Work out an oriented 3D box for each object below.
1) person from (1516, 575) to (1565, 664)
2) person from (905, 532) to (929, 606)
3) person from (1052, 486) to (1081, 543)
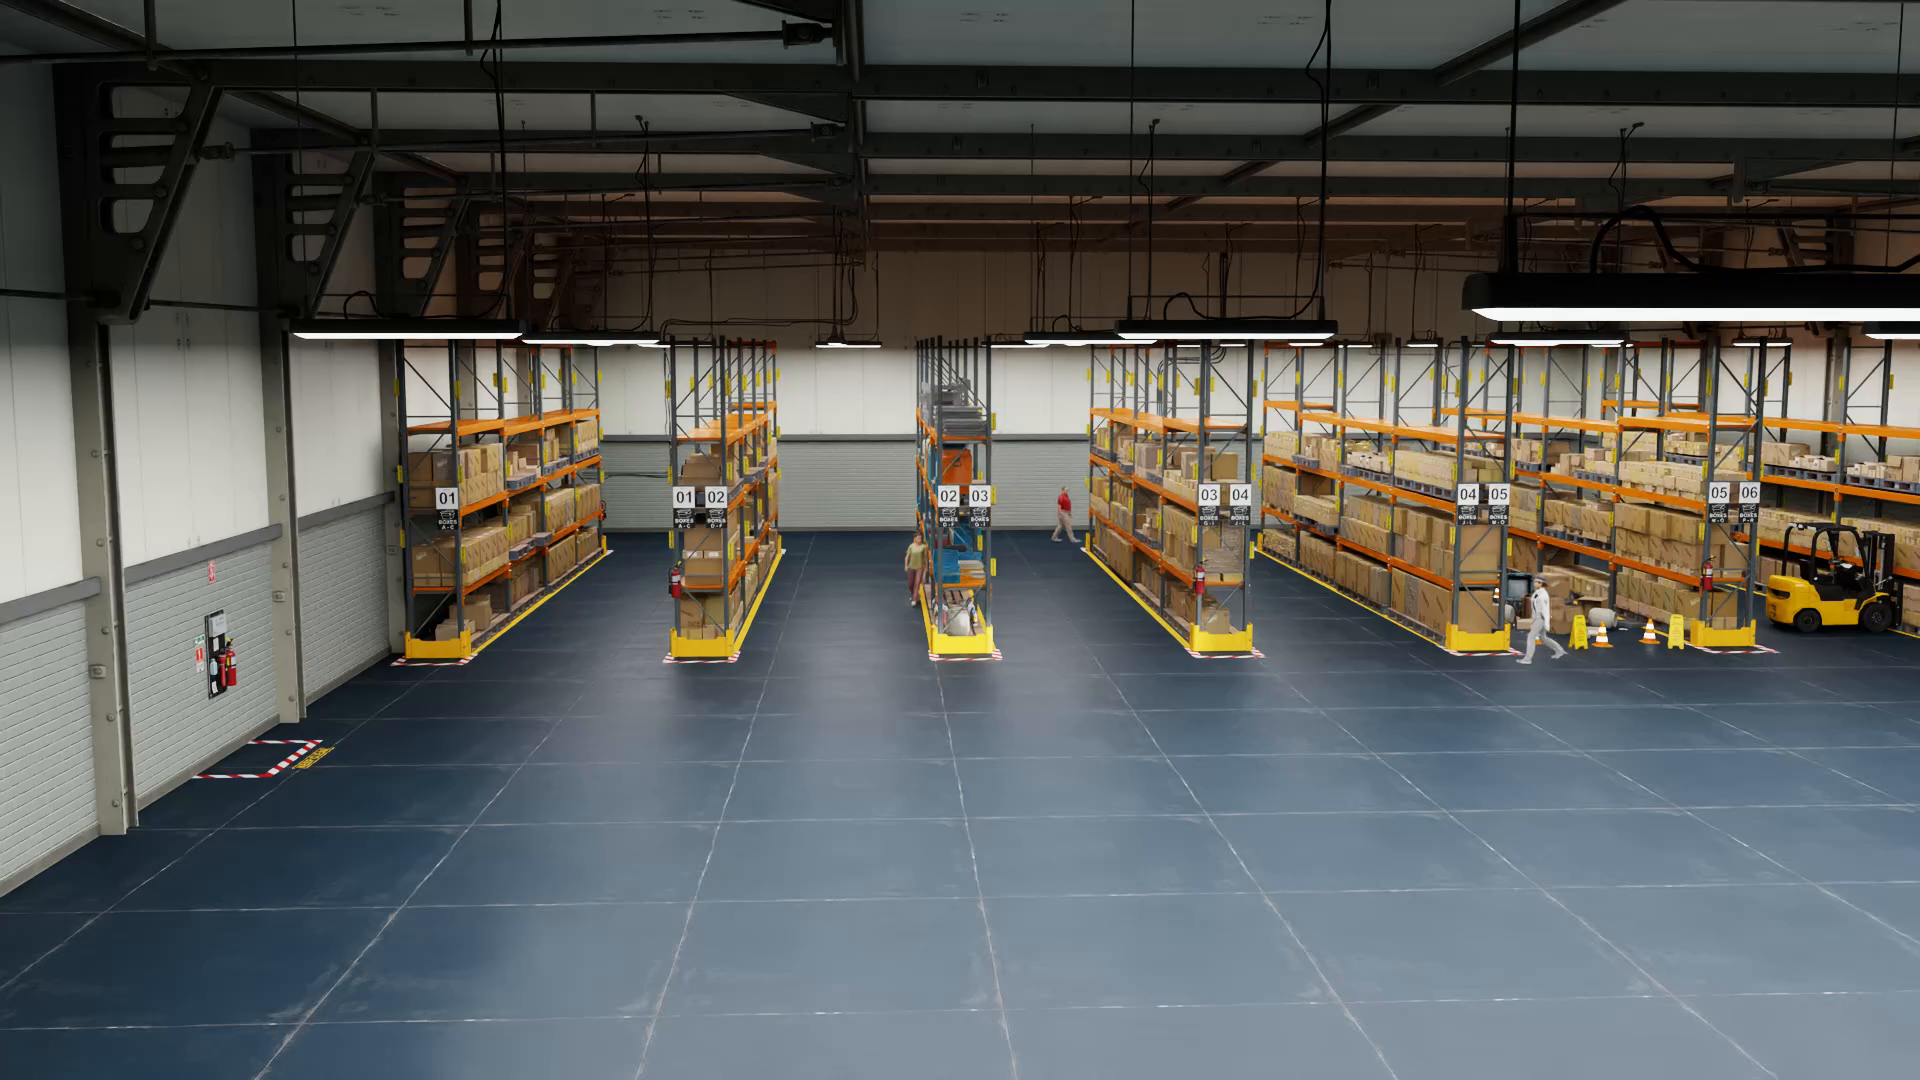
[{"bbox_3d":[10.665,1.445,30.427,0.970,1.637,0.486,0,6,-2],"label":"person"},{"bbox_3d":[-0.979,0.639,37.650,0.522,1.631,0.932,0,6,2],"label":"person"},{"bbox_3d":[3.185,-0.767,49.700,0.975,1.686,0.555,3,7,21],"label":"person"}]
